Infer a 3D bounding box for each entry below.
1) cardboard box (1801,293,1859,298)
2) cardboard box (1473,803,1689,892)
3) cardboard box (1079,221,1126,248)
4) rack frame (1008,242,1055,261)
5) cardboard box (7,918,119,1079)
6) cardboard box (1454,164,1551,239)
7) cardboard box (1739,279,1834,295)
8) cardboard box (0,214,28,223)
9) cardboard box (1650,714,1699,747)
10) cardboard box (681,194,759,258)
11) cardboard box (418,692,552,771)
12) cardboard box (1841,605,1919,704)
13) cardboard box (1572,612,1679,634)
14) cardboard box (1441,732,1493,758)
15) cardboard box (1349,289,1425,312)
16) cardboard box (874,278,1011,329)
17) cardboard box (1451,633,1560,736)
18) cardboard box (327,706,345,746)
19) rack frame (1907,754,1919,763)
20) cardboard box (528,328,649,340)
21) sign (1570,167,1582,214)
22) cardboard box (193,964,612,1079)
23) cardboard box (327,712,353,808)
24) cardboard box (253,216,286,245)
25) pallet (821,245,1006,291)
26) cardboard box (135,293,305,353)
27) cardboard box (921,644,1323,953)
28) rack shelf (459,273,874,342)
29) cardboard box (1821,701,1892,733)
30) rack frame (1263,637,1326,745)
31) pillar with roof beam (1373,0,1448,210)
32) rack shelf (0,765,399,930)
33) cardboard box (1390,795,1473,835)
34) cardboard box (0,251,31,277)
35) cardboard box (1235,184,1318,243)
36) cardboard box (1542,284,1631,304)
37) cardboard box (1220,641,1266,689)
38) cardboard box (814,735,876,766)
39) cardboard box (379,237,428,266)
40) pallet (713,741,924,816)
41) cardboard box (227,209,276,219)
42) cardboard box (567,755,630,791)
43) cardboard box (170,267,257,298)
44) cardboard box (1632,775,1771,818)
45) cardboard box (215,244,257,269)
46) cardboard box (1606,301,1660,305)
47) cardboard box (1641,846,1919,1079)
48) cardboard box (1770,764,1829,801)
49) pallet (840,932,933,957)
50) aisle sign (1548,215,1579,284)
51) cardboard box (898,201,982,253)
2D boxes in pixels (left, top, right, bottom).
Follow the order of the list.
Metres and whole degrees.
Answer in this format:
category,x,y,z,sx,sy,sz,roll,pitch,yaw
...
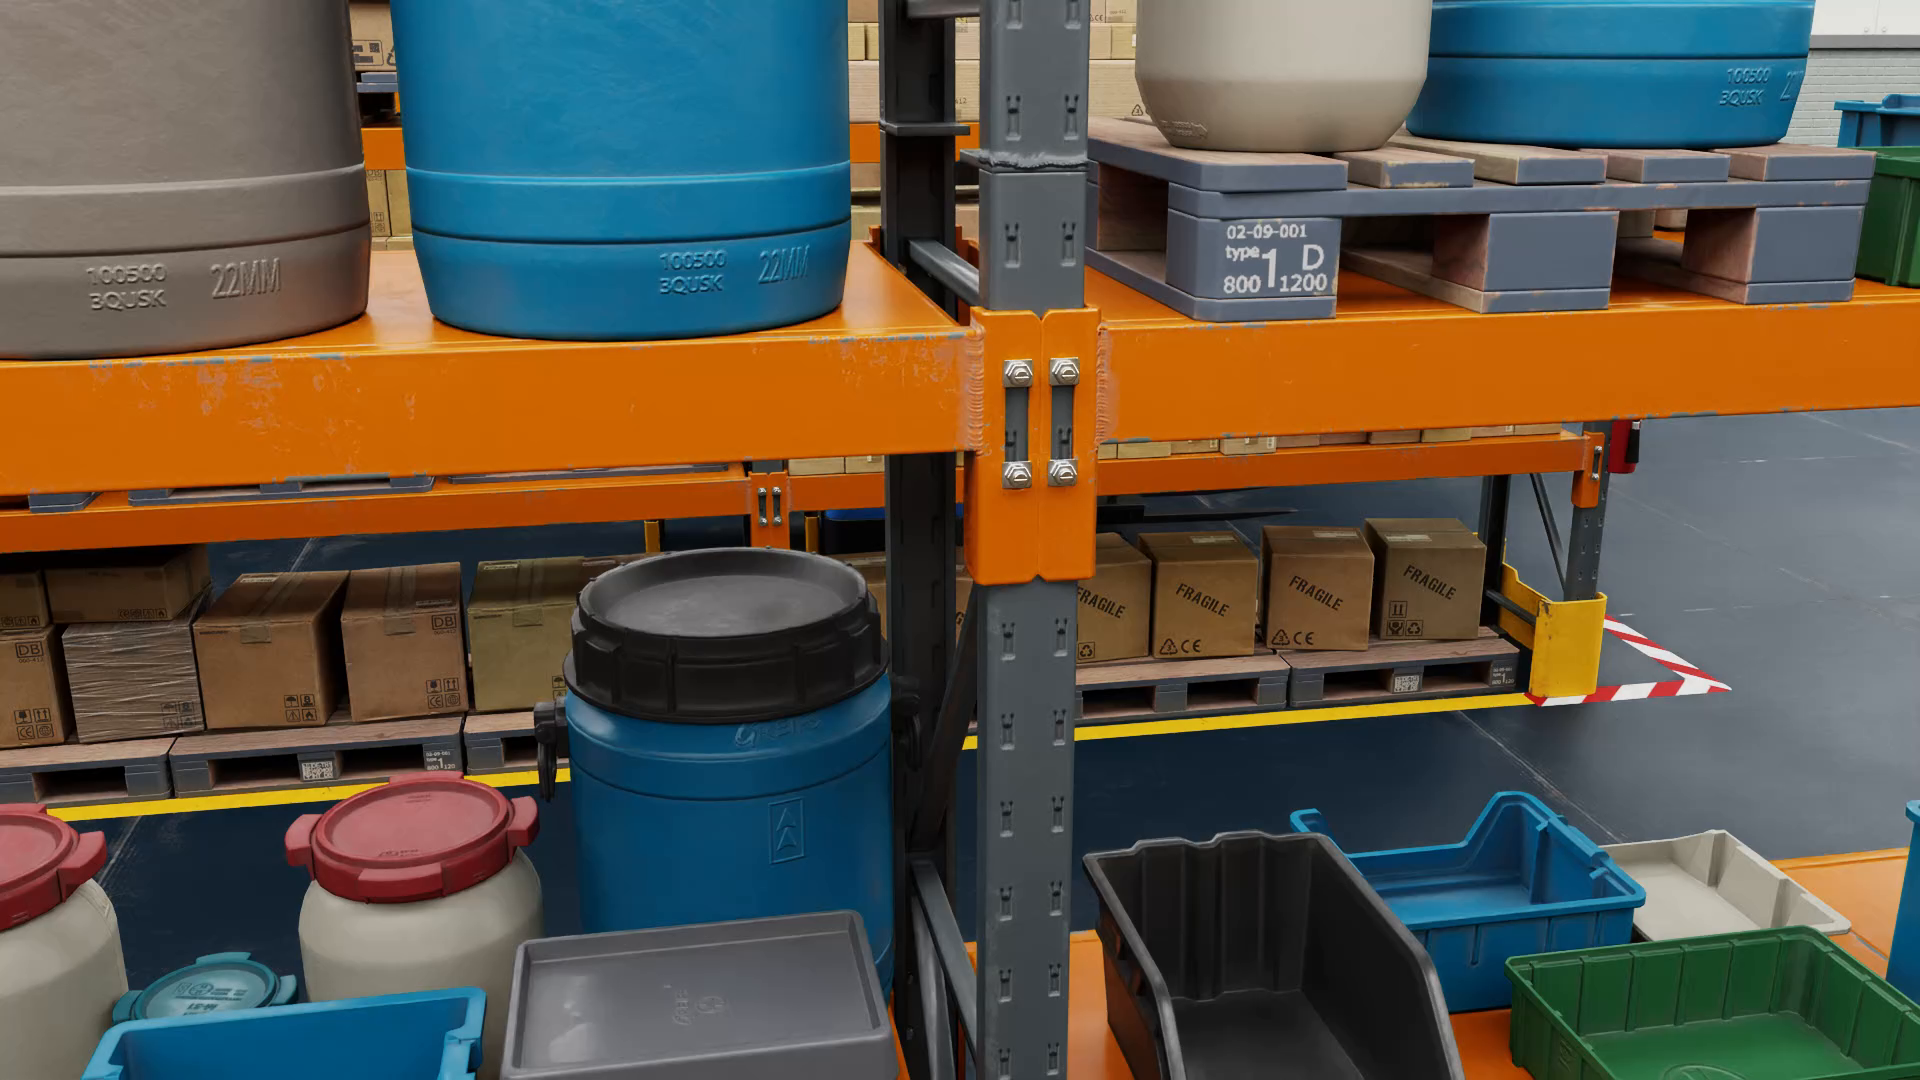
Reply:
category,x,y,z,sx,sy,sz,roll,pitch,yaw
cardboard box,-0.168,-5.242,16.731,0.250,0.149,0.380,-3,17,-10
cardboard box,-3.198,-3.600,11.856,0.250,0.149,0.380,-3,17,-10
cardboard box,-3.258,-6.392,20.948,0.250,0.149,0.380,-3,17,-9
rack frame,-3.756,-4.892,21.632,0.127,3.000,1.000,-3,17,-10
cardboard box,-8.309,-2.361,16.294,0.875,0.875,0.875,-3,17,-10
cardboard box,-0.217,-6.751,21.517,0.500,0.500,0.500,-3,17,-9
cardboard box,-0.258,-5.370,17.147,0.250,0.149,0.380,-3,17,-11
cardboard box,-10.589,-6.251,19.981,0.250,0.149,0.380,-3,17,-9
cardboard box,-0.941,-3.357,17.062,0.250,0.149,0.380,-3,17,-11
cardboard box,-5.927,-6.427,20.462,0.500,0.500,0.500,-3,17,-9
cardboard box,-6.253,-3.588,15.993,0.500,0.500,0.500,-4,17,-12
cardboard box,0.143,-3.738,17.197,0.500,0.500,0.500,-3,17,-10
cardboard box,-1.334,-4.134,16.783,0.500,0.500,0.700,-4,17,-12
cardboard box,-1.948,-3.319,16.938,0.250,0.149,0.380,-3,17,-11
cardboard box,-2.301,-5.274,16.835,0.250,0.149,0.380,-4,17,-12
cardboard box,-4.354,-5.131,15.990,0.500,0.250,0.500,-3,17,-10
cardboard box,-1.838,-3.631,16.846,0.500,0.500,0.500,-3,17,-11
cardboard box,-7.283,-3.449,16.337,0.500,0.250,0.500,-3,17,-11
rack frame,1.116,-3.685,17.699,0.127,3.000,1.000,-3,17,-10
cardboard box,-5.806,-4.771,15.956,0.500,0.500,0.700,-3,17,-10
sign,0.260,-6.777,21.287,0.005,0.325,0.100,-3,17,-10
cardboard box,-4.948,-3.434,11.042,0.500,0.311,0.500,-3,17,-10
cardboard box,-7.267,-3.213,16.418,0.500,0.250,0.500,-4,17,-11
cardboard box,-8.753,-6.245,19.995,0.250,0.149,0.380,-4,17,-11
pallet,-4.620,-6.182,21.047,1.217,0.209,0.805,-4,18,-13
cardboard box,-7.080,-4.858,15.521,0.637,0.503,0.797,-4,18,-14
cardboard box,-4.047,-3.725,11.667,0.500,0.500,0.500,-3,17,-10
rack shelf,-5.720,-5.871,20.934,4.000,0.370,1.077,-3,17,-10
cardboard box,0.059,-3.405,17.216,0.250,0.149,0.380,-3,17,-9
rack frame,-2.811,-3.462,16.974,0.127,3.000,1.000,-3,17,-10
pillar with roof beam,0.133,-6.963,18.155,0.400,9.000,9.100,-3,17,-10
rack shelf,-8.702,-2.784,15.991,4.000,0.370,1.077,-3,17,-10
cardboard box,-2.046,-2.961,16.930,0.250,0.149,0.380,-3,17,-10
cardboard box,-10.240,-5.969,19.569,0.250,0.149,0.380,-3,17,-11
cardboard box,-1.824,-6.702,21.354,0.637,0.503,0.797,-3,17,-9
cardboard box,-1.280,-5.329,17.014,0.250,0.149,0.380,-3,17,-10
cardboard box,-3.221,-3.761,16.555,0.500,0.500,0.500,-4,17,-11
cardboard box,-4.788,-3.360,16.356,0.250,0.149,0.380,-3,17,-9
cardboard box,-7.986,-6.133,20.139,0.250,0.149,0.380,-3,17,-9
pallet,-4.803,-3.269,16.674,1.213,0.211,1.003,-3,17,-10
cardboard box,-9.097,-6.364,20.385,0.250,0.149,0.380,-3,17,-11
cardboard box,-5.823,-3.292,16.134,0.250,0.149,0.380,-4,18,-14
cardboard box,-9.126,-5.877,19.984,0.500,0.250,0.500,-3,17,-10
cardboard box,-0.629,-2.753,17.358,0.500,0.500,0.500,-4,17,-12
cardboard box,-8.997,-6.091,20.002,0.250,0.149,0.380,-3,17,-10
cardboard box,-1.172,-5.169,16.491,0.250,0.149,0.380,-4,17,-11
cardboard box,-2.943,-3.519,11.421,0.500,0.250,0.500,-3,17,-11
cardboard box,-0.216,-3.067,17.274,0.250,0.149,0.380,-3,17,-10
pallet,-3.981,-3.276,11.580,1.213,0.211,1.003,-2,17,-8
aisle sign,0.291,-6.277,21.712,0.004,0.787,0.394,-3,17,-10
cardboard box,-4.421,-6.422,20.768,0.500,0.311,0.500,-4,17,-12
